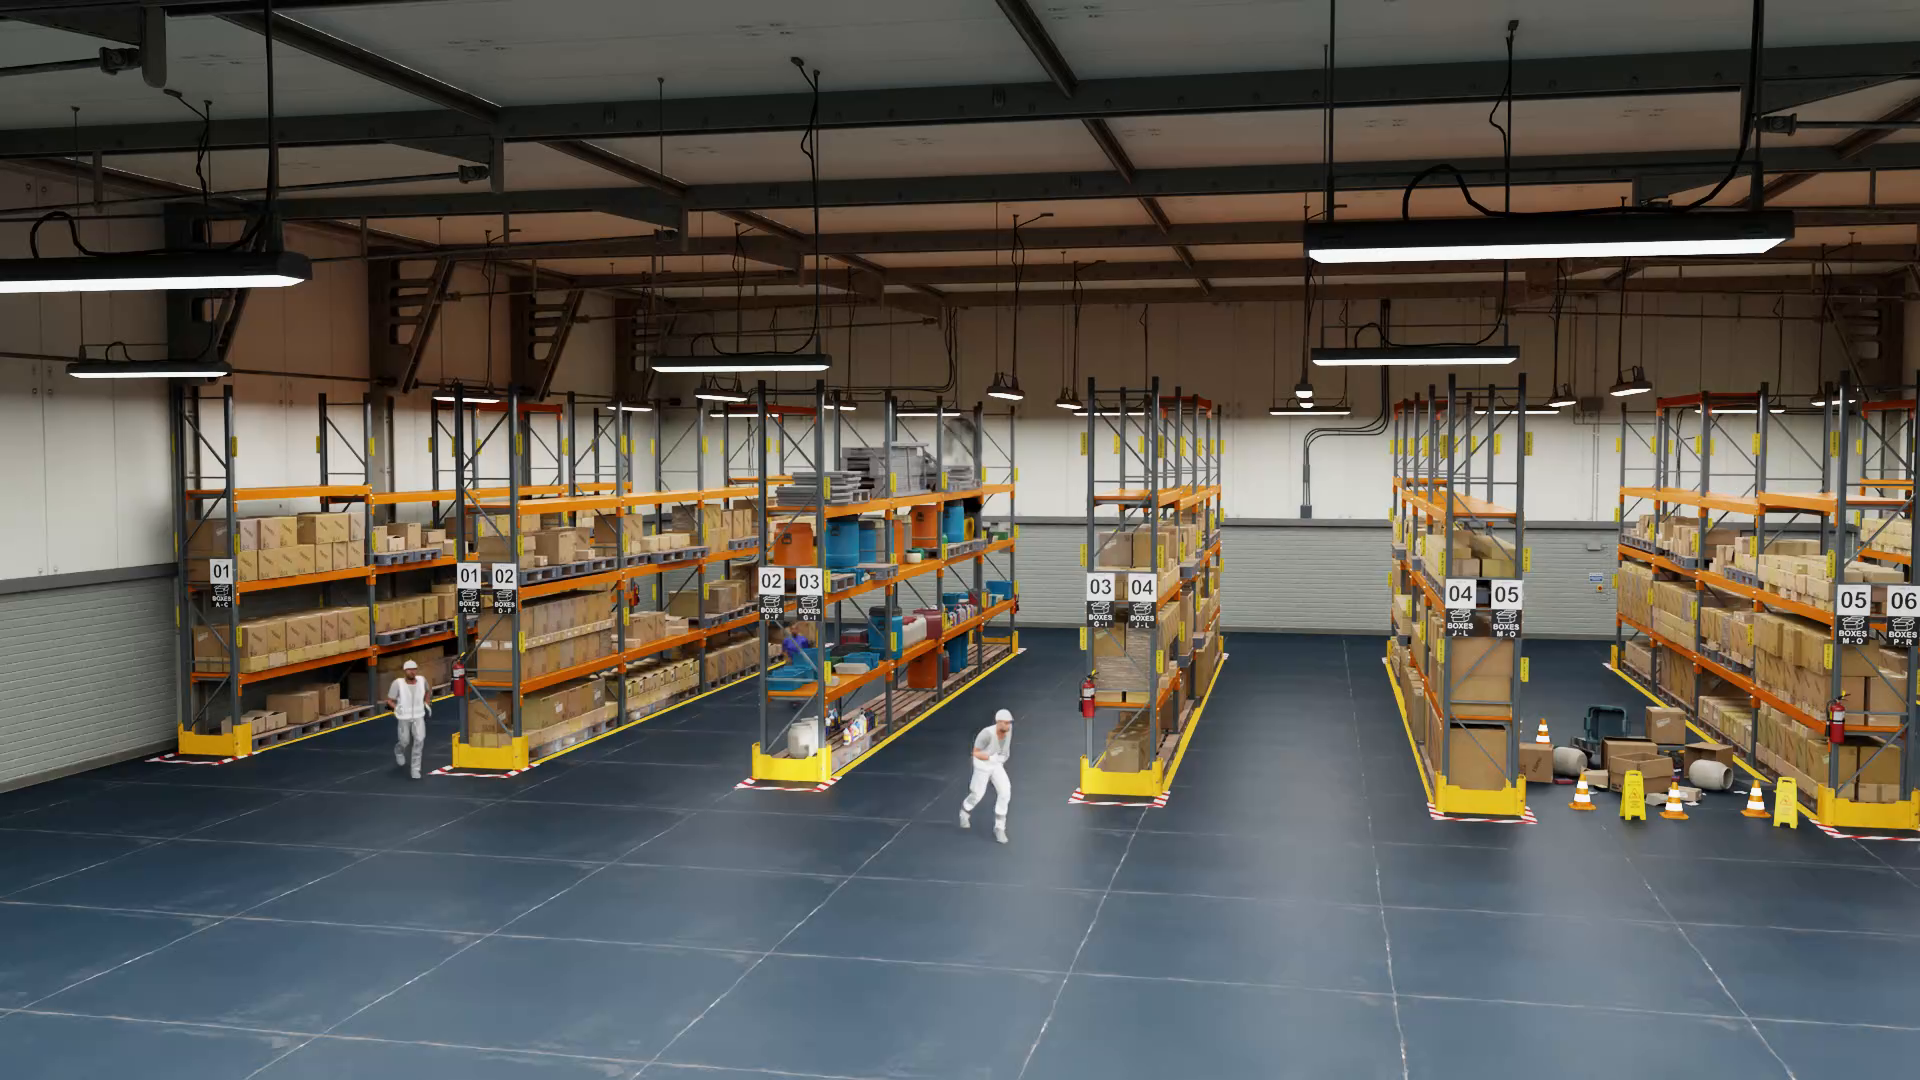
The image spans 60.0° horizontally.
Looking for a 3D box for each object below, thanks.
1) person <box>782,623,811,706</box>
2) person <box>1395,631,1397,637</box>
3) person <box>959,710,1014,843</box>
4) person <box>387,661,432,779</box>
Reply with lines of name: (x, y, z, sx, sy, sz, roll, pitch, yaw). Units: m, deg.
person: (-3.157, 2.409, 31.970, 0.551, 1.597, 0.664, 0, 3, 1)
person: (10.769, 1.934, 39.795, 0.704, 1.817, 0.692, -1, 3, -14)
person: (0.349, 2.989, 21.335, 0.705, 1.731, 1.036, -3, 4, -38)
person: (-8.398, 2.704, 25.363, 0.675, 1.768, 0.919, -2, 4, -32)
